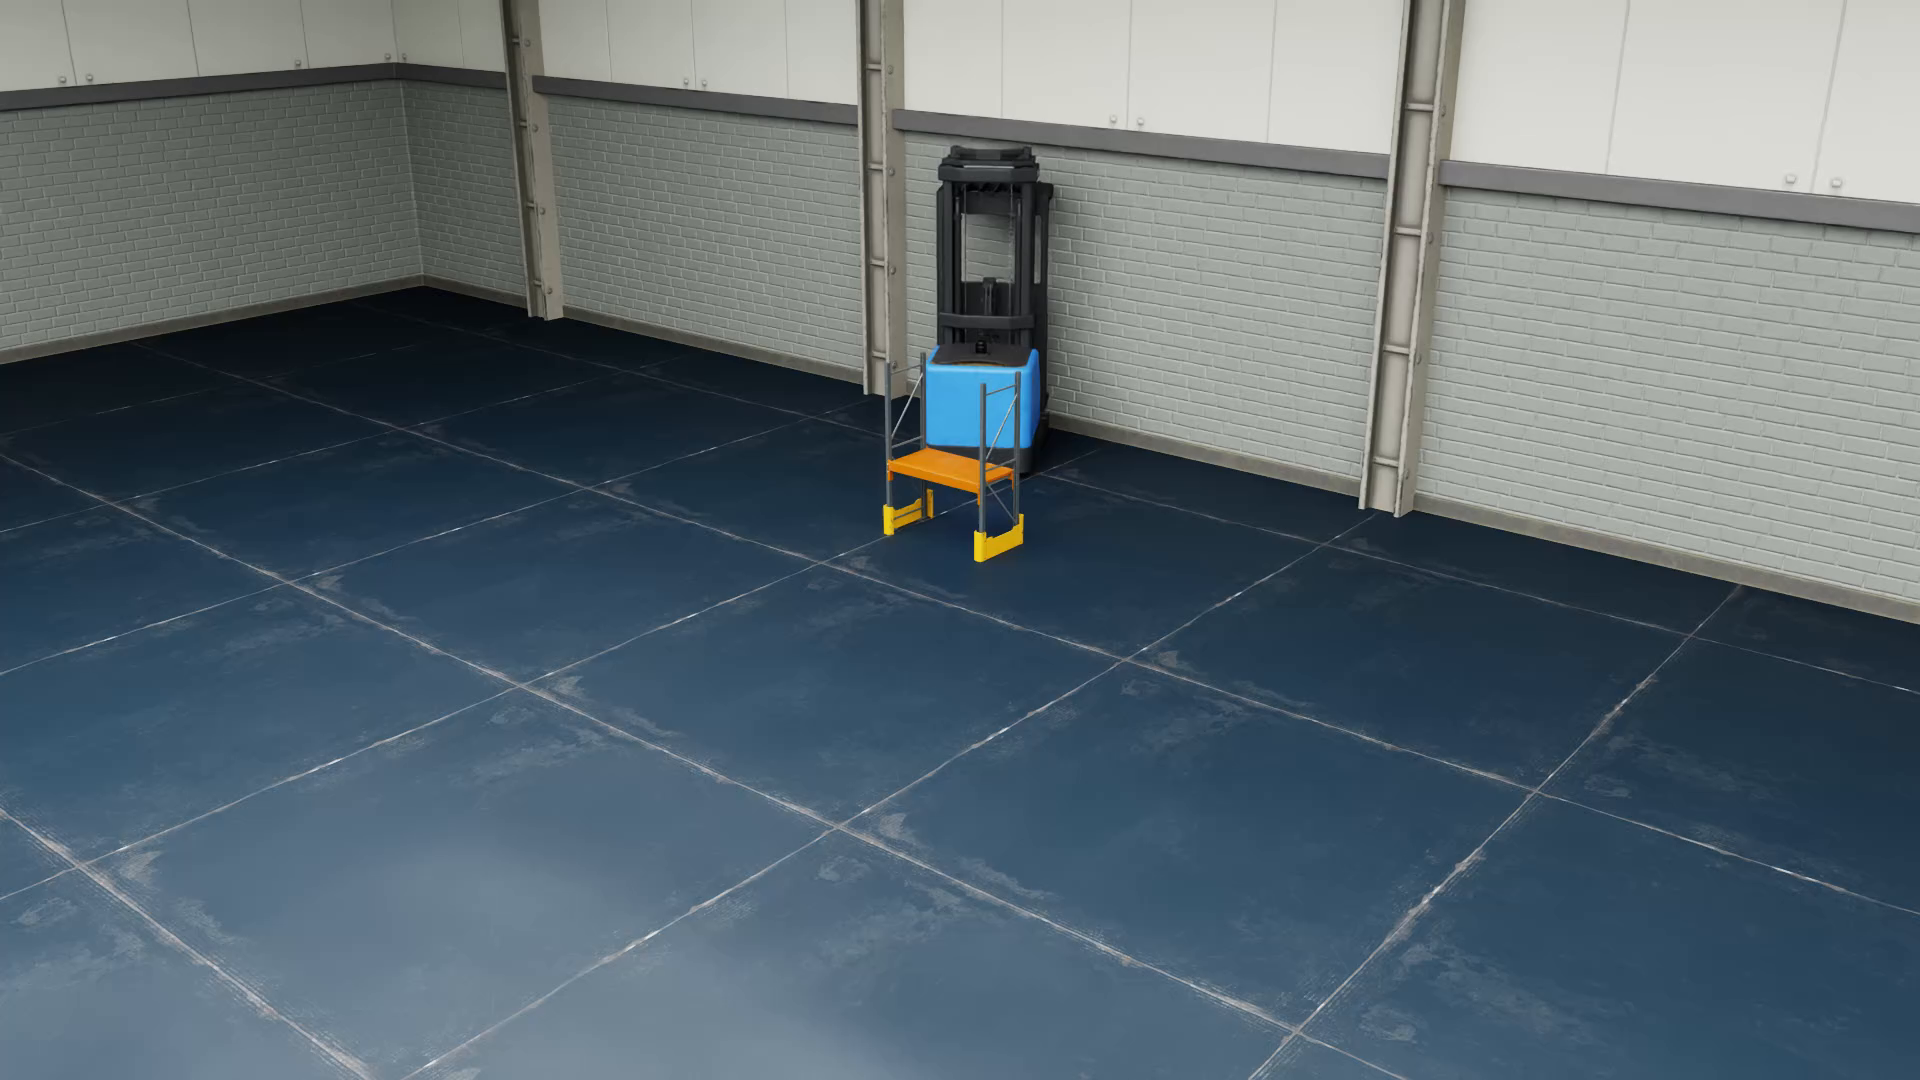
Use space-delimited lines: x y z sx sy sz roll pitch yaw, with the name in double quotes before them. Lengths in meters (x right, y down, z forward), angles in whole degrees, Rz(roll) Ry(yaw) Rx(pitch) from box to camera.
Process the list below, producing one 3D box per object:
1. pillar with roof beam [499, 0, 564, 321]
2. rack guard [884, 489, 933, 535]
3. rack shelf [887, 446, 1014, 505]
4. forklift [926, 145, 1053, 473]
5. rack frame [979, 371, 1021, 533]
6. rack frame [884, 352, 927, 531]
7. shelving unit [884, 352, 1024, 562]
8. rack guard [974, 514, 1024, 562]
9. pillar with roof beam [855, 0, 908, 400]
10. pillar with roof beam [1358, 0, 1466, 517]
"pillar with roof beam" -8.195 -5.995 17.315 0.400 9.000 9.100 16 26 36
"rack guard" -0.445 -0.245 14.466 0.087 0.250 0.587 16 26 36
"rack shelf" -0.066 -0.552 14.020 1.000 0.185 0.538 16 26 36
"forklift" 0.347 -2.481 16.596 1.130 2.935 3.031 3 21 7
"rack frame" 0.328 -0.607 13.655 0.032 1.500 0.500 16 26 36
"rack frame" -0.460 -0.834 14.257 0.032 1.500 0.500 16 26 36
"shelving unit" -0.059 -0.719 13.951 1.083 1.500 0.587 16 26 36
"rack guard" 0.327 -0.023 13.877 0.087 0.250 0.587 16 26 36
"pillar with roof beam" -3.546 -4.657 13.765 0.400 9.000 9.100 16 26 36
"pillar with roof beam" 1.102 -3.318 10.216 0.400 9.000 9.100 16 26 36
